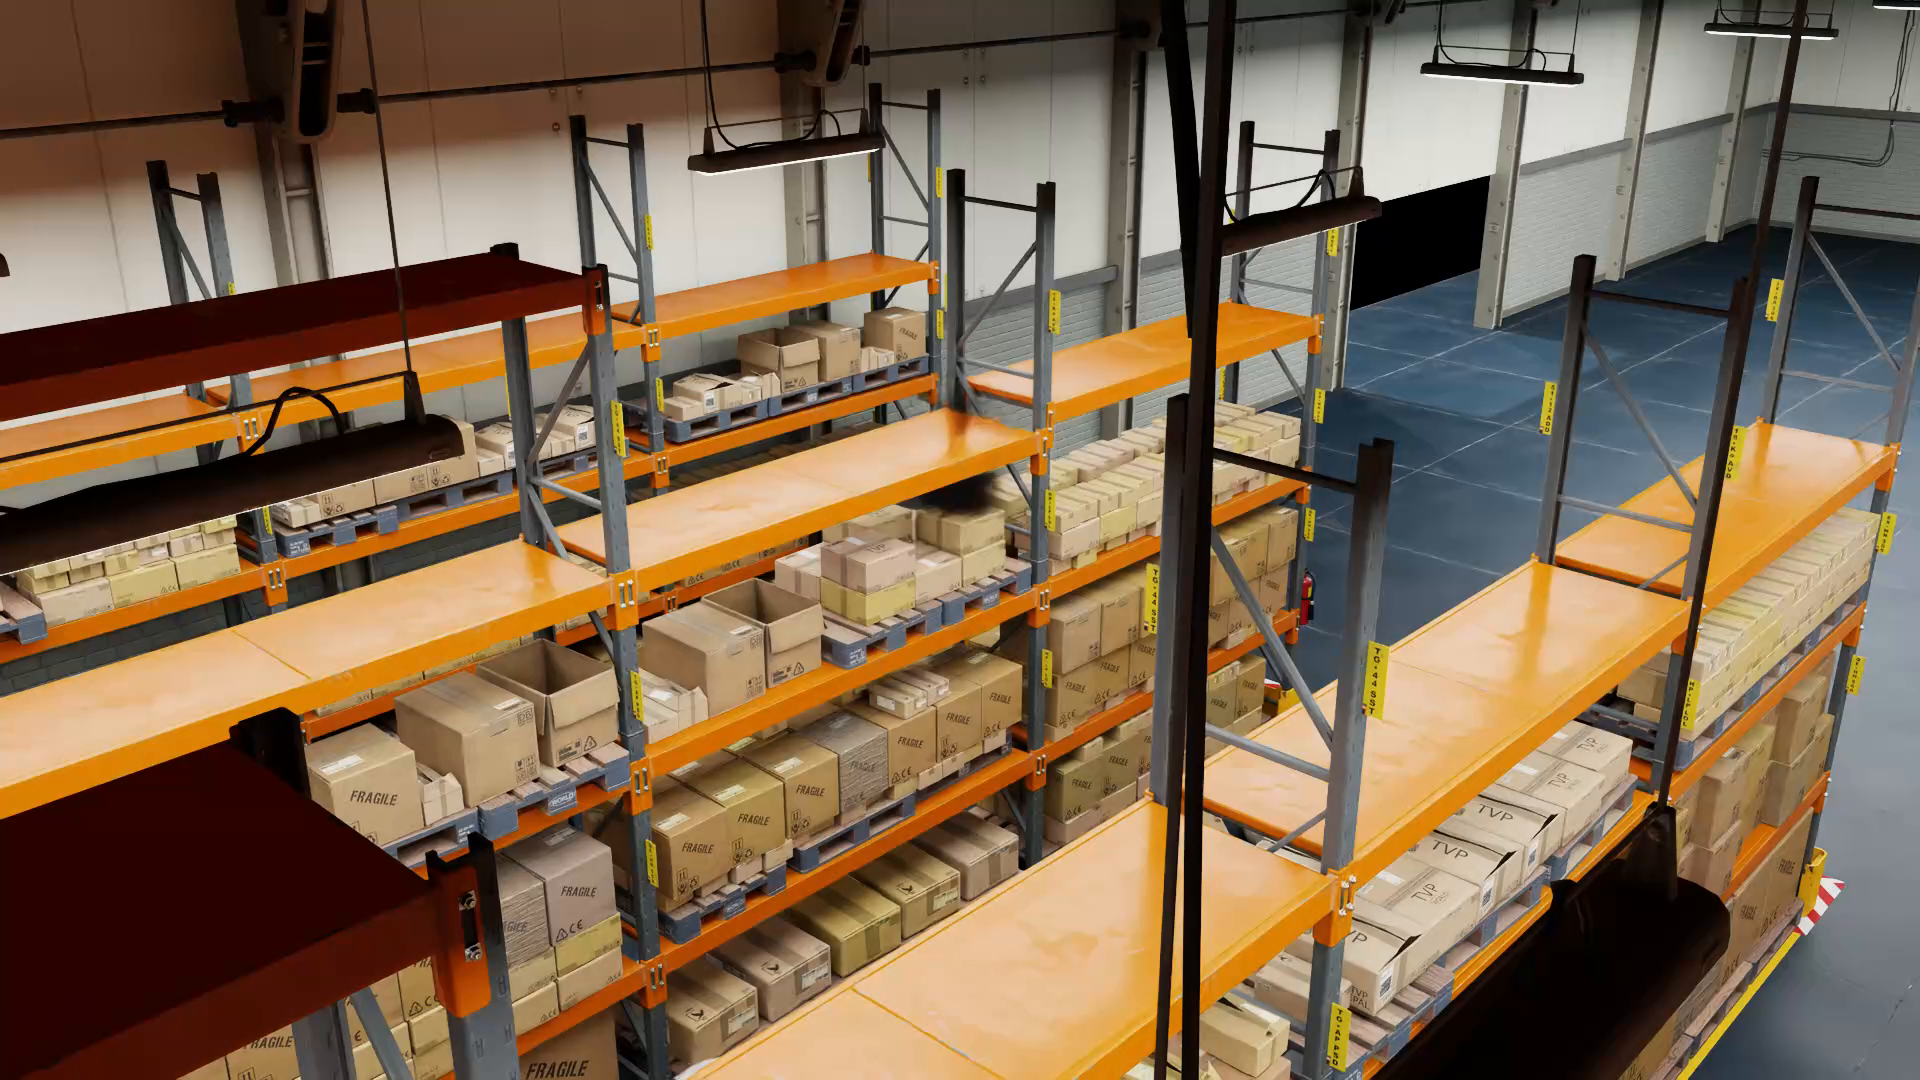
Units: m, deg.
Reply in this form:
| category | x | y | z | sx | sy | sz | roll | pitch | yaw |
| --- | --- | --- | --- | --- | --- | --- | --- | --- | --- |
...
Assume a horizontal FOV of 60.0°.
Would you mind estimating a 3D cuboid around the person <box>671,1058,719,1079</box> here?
| category | x | y | z | sx | sy | sz | roll | pitch | yaw |
| --- | --- | --- | --- | --- | --- | --- | --- | --- | --- |
| person | -1.554 | 3.779 | 10.134 | 0.997 | 1.530 | 0.675 | -17 | 27 | -36 |
